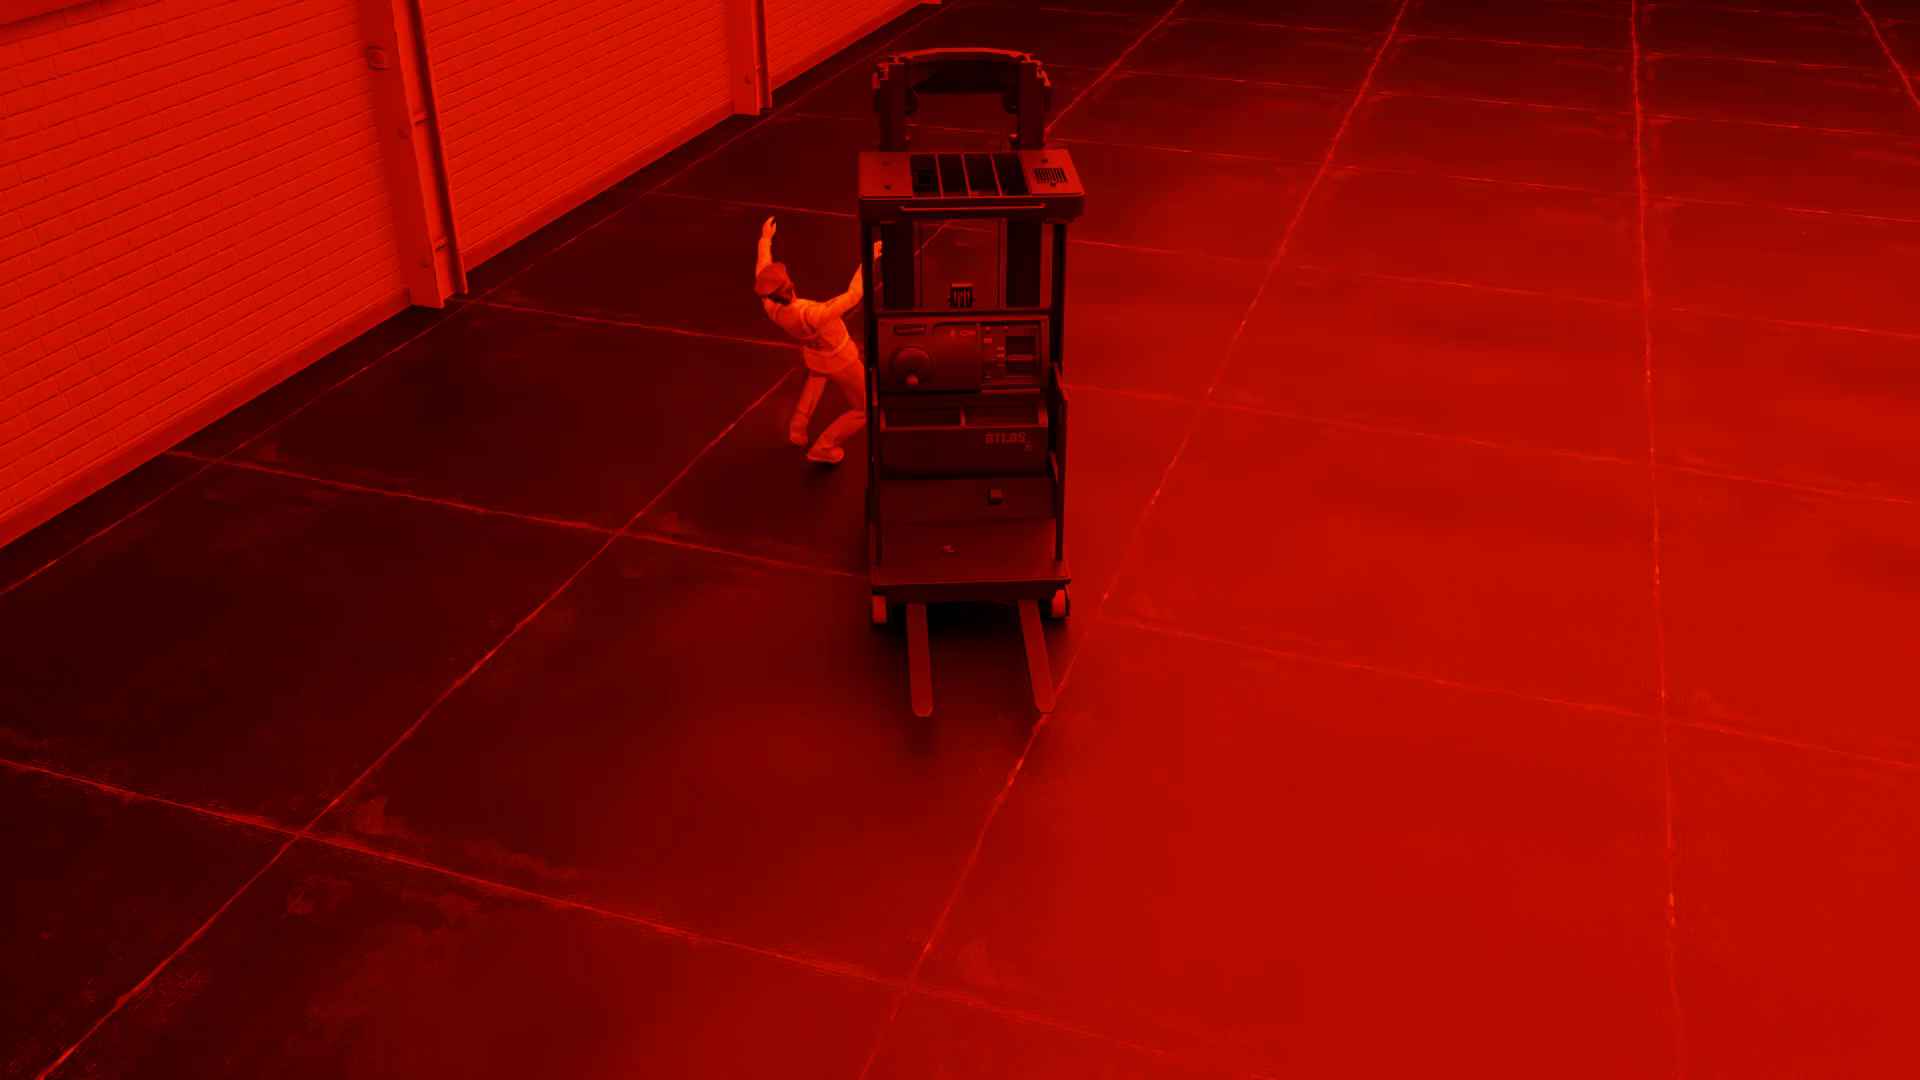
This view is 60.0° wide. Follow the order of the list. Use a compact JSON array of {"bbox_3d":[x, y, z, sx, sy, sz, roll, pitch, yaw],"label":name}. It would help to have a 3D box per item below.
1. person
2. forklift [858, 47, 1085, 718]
[{"bbox_3d":[-0.984,-1.221,10.694,0.876,1.540,0.755,24,37,35],"label":"person"},{"bbox_3d":[0.035,-0.972,8.842,1.130,2.935,3.031,-2,30,-3],"label":"forklift"}]
